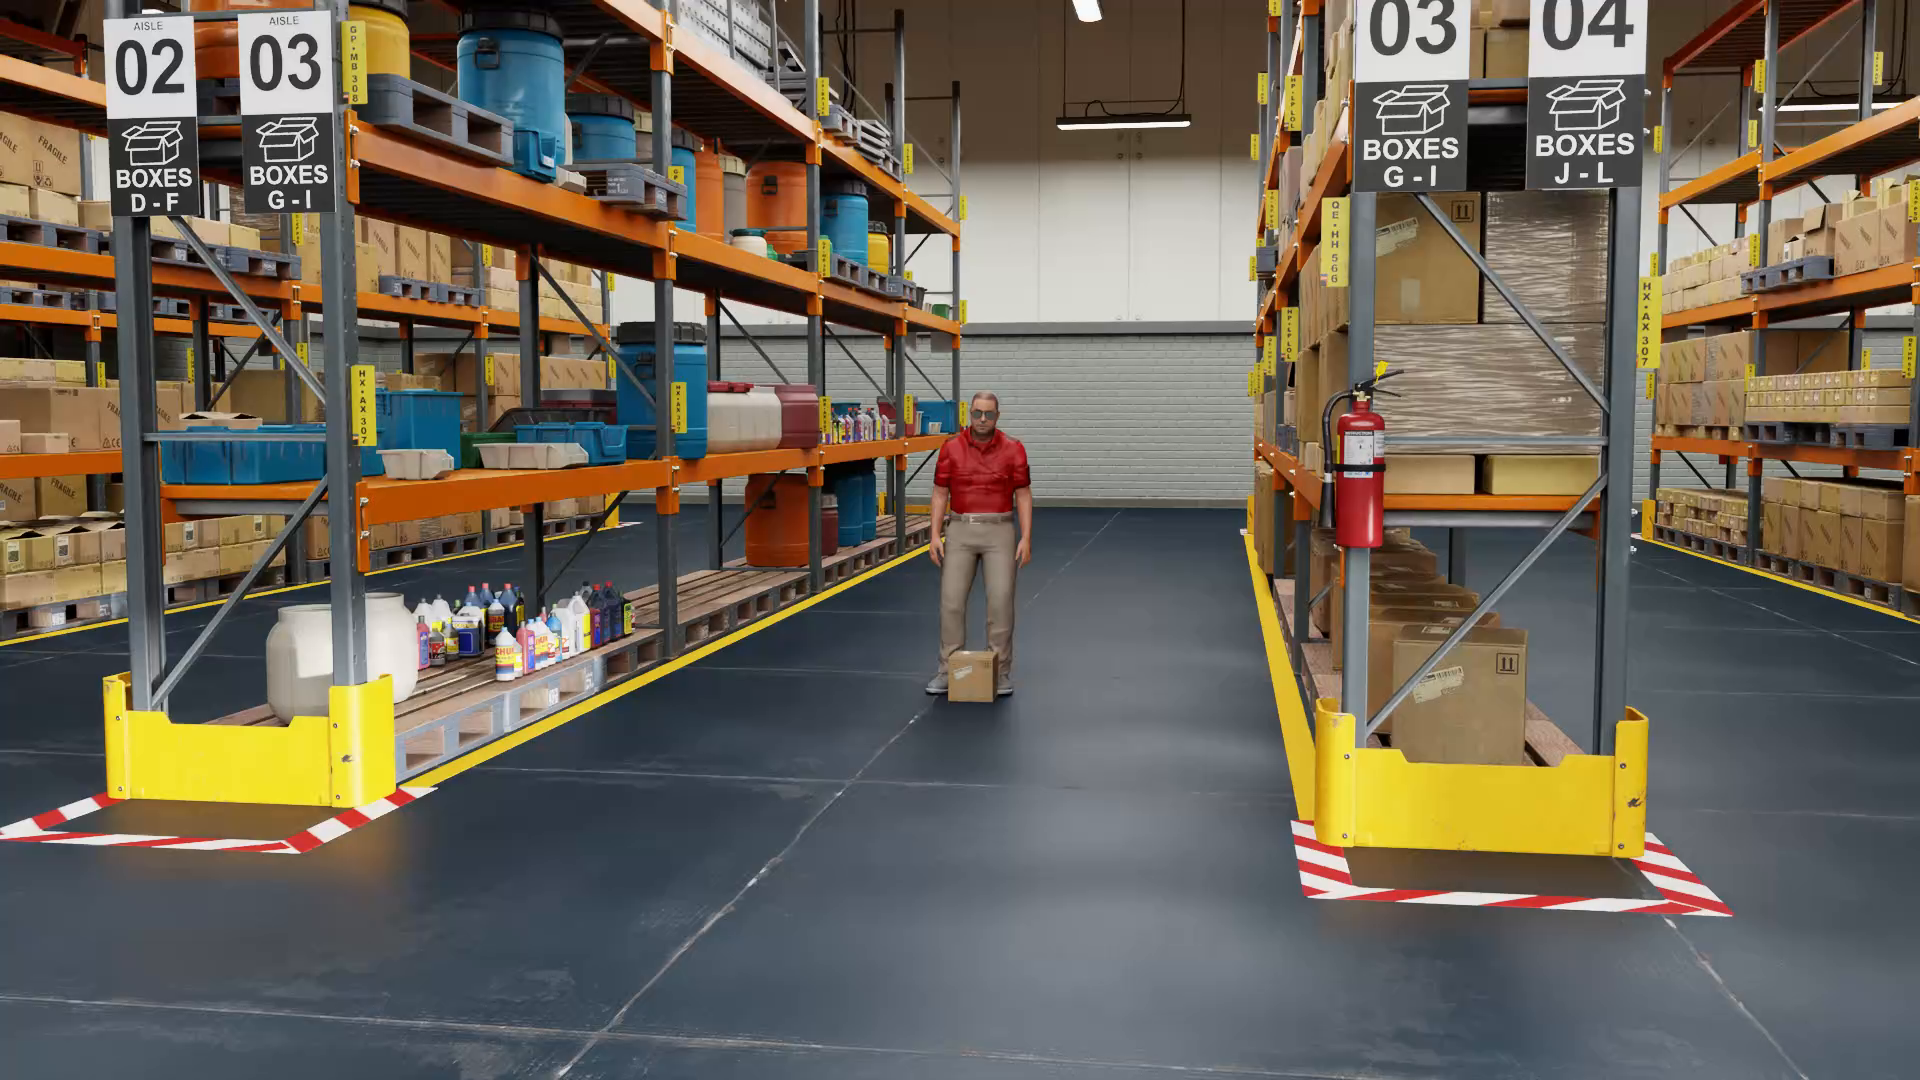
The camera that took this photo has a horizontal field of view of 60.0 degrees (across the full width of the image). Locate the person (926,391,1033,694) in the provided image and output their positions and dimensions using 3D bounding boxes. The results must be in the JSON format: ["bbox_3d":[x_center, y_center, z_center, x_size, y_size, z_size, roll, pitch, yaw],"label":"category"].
[{"bbox_3d":[0.114,0.012,9.573,0.606,1.727,0.391,0,4,5],"label":"person"}]
